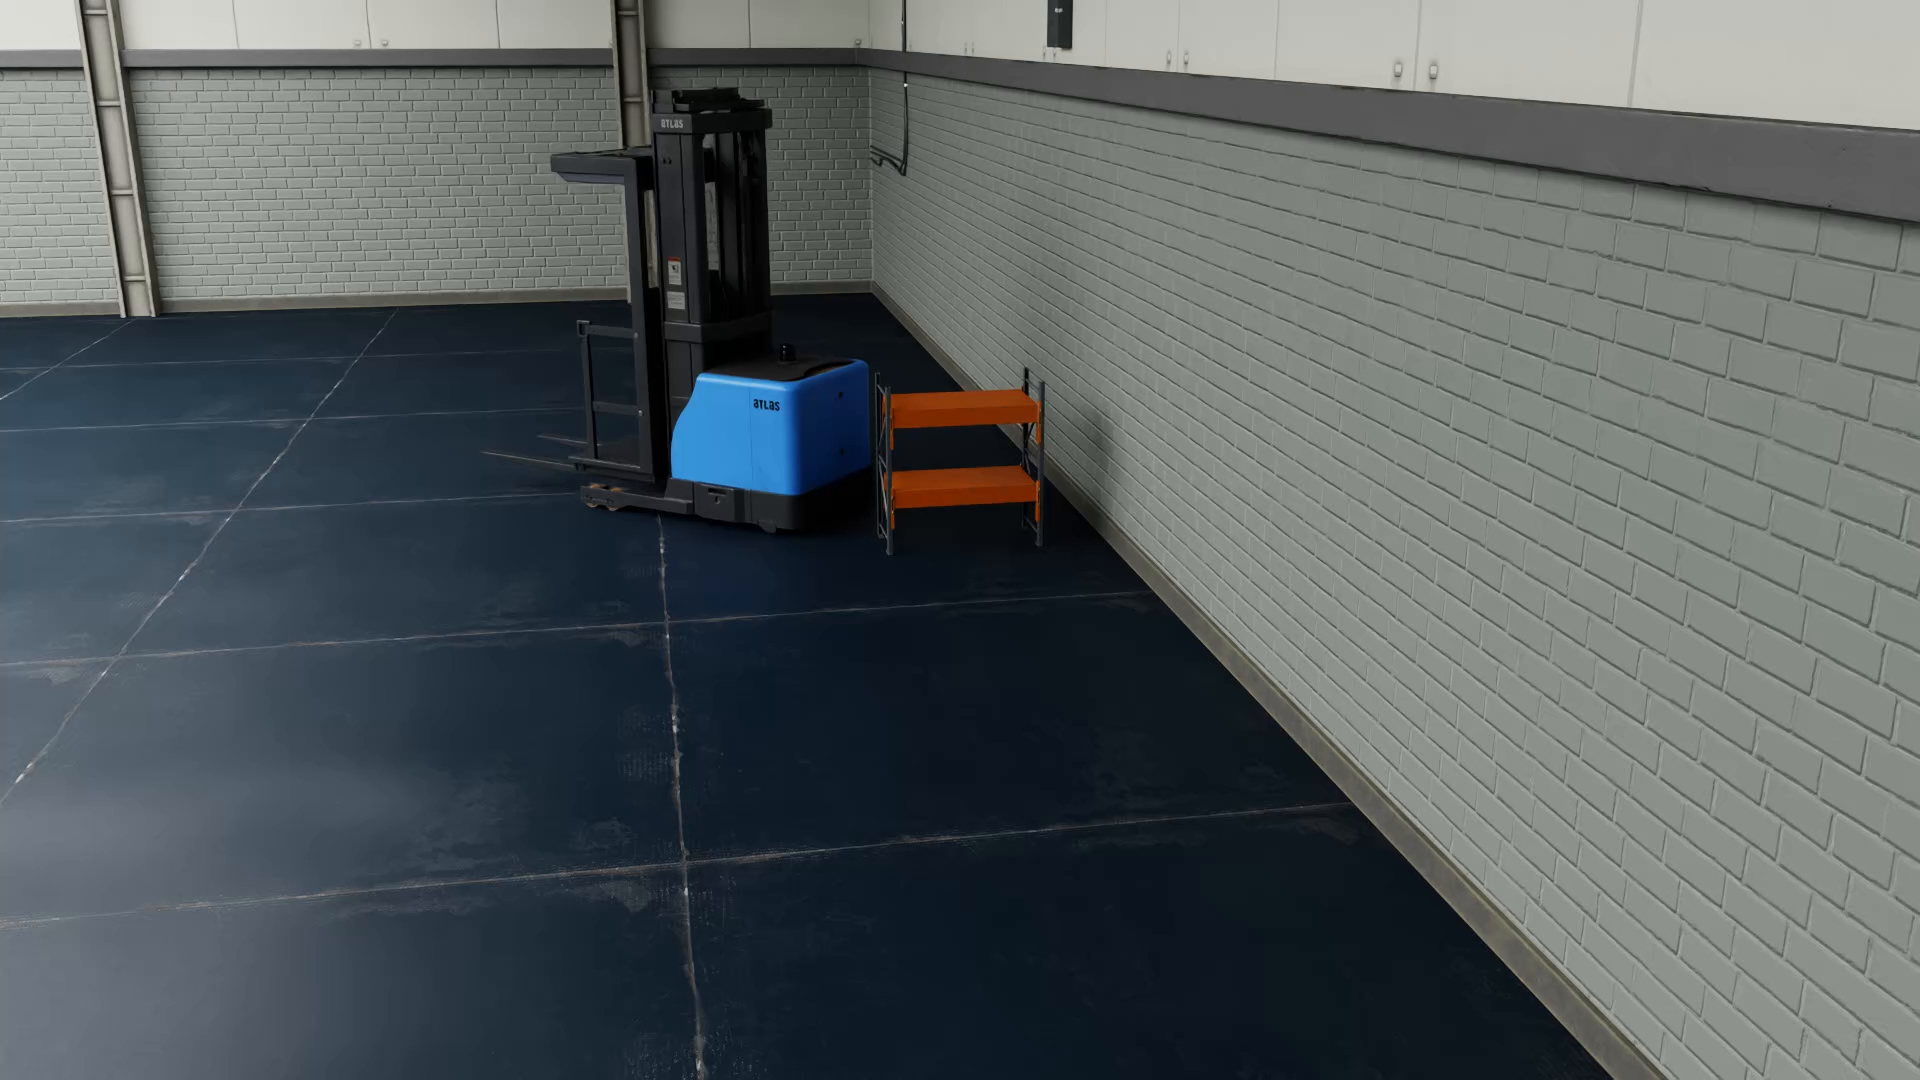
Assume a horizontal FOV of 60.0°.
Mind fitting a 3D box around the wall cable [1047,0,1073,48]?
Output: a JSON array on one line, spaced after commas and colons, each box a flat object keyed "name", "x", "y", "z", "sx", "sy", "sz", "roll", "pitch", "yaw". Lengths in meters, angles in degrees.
[{"name": "wall cable", "x": 0.871, "y": -6.043, "z": 9.867, "sx": 0.169, "sy": 6.003, "sz": 2.305, "roll": -3, "pitch": 17, "yaw": -10}]

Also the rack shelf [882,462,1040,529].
[{"name": "rack shelf", "x": -0.007, "y": -0.304, "z": 11.217, "sx": 1.000, "sy": 0.278, "sz": 0.538, "roll": -3, "pitch": 17, "yaw": -10}]

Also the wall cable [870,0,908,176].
[{"name": "wall cable", "x": -0.914, "y": -5.671, "z": 19.736, "sx": 0.112, "sy": 2.526, "sz": 3.097, "roll": -3, "pitch": 17, "yaw": -10}]

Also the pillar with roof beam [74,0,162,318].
[{"name": "pillar with roof beam", "x": -9.132, "y": -5.797, "z": 14.858, "sx": 0.400, "sy": 9.000, "sz": 9.100, "roll": -3, "pitch": 17, "yaw": -10}]

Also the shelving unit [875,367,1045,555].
[{"name": "shelving unit", "x": -0.007, "y": -0.537, "z": 11.145, "sx": 1.048, "sy": 1.125, "sz": 0.538, "roll": -3, "pitch": 17, "yaw": -10}]

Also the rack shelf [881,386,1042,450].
[{"name": "rack shelf", "x": -0.007, "y": -0.817, "z": 11.059, "sx": 1.000, "sy": 0.278, "sz": 0.538, "roll": -3, "pitch": 17, "yaw": -10}]

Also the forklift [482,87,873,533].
[{"name": "forklift", "x": -2.177, "y": -1.736, "z": 11.973, "sx": 3.031, "sy": 2.935, "sz": 1.130, "roll": 9, "pitch": 19, "yaw": 27}]

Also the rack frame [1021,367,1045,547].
[{"name": "rack frame", "x": 0.492, "y": -0.566, "z": 11.238, "sx": 0.032, "sy": 1.125, "sz": 0.500, "roll": -3, "pitch": 17, "yaw": -10}]

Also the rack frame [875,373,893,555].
[{"name": "rack frame", "x": -0.506, "y": -0.509, "z": 11.053, "sx": 0.032, "sy": 1.125, "sz": 0.500, "roll": -3, "pitch": 17, "yaw": -10}]

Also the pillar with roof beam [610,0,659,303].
[{"name": "pillar with roof beam", "x": -3.241, "y": -6.131, "z": 15.946, "sx": 0.400, "sy": 9.000, "sz": 9.100, "roll": -3, "pitch": 17, "yaw": -10}]
